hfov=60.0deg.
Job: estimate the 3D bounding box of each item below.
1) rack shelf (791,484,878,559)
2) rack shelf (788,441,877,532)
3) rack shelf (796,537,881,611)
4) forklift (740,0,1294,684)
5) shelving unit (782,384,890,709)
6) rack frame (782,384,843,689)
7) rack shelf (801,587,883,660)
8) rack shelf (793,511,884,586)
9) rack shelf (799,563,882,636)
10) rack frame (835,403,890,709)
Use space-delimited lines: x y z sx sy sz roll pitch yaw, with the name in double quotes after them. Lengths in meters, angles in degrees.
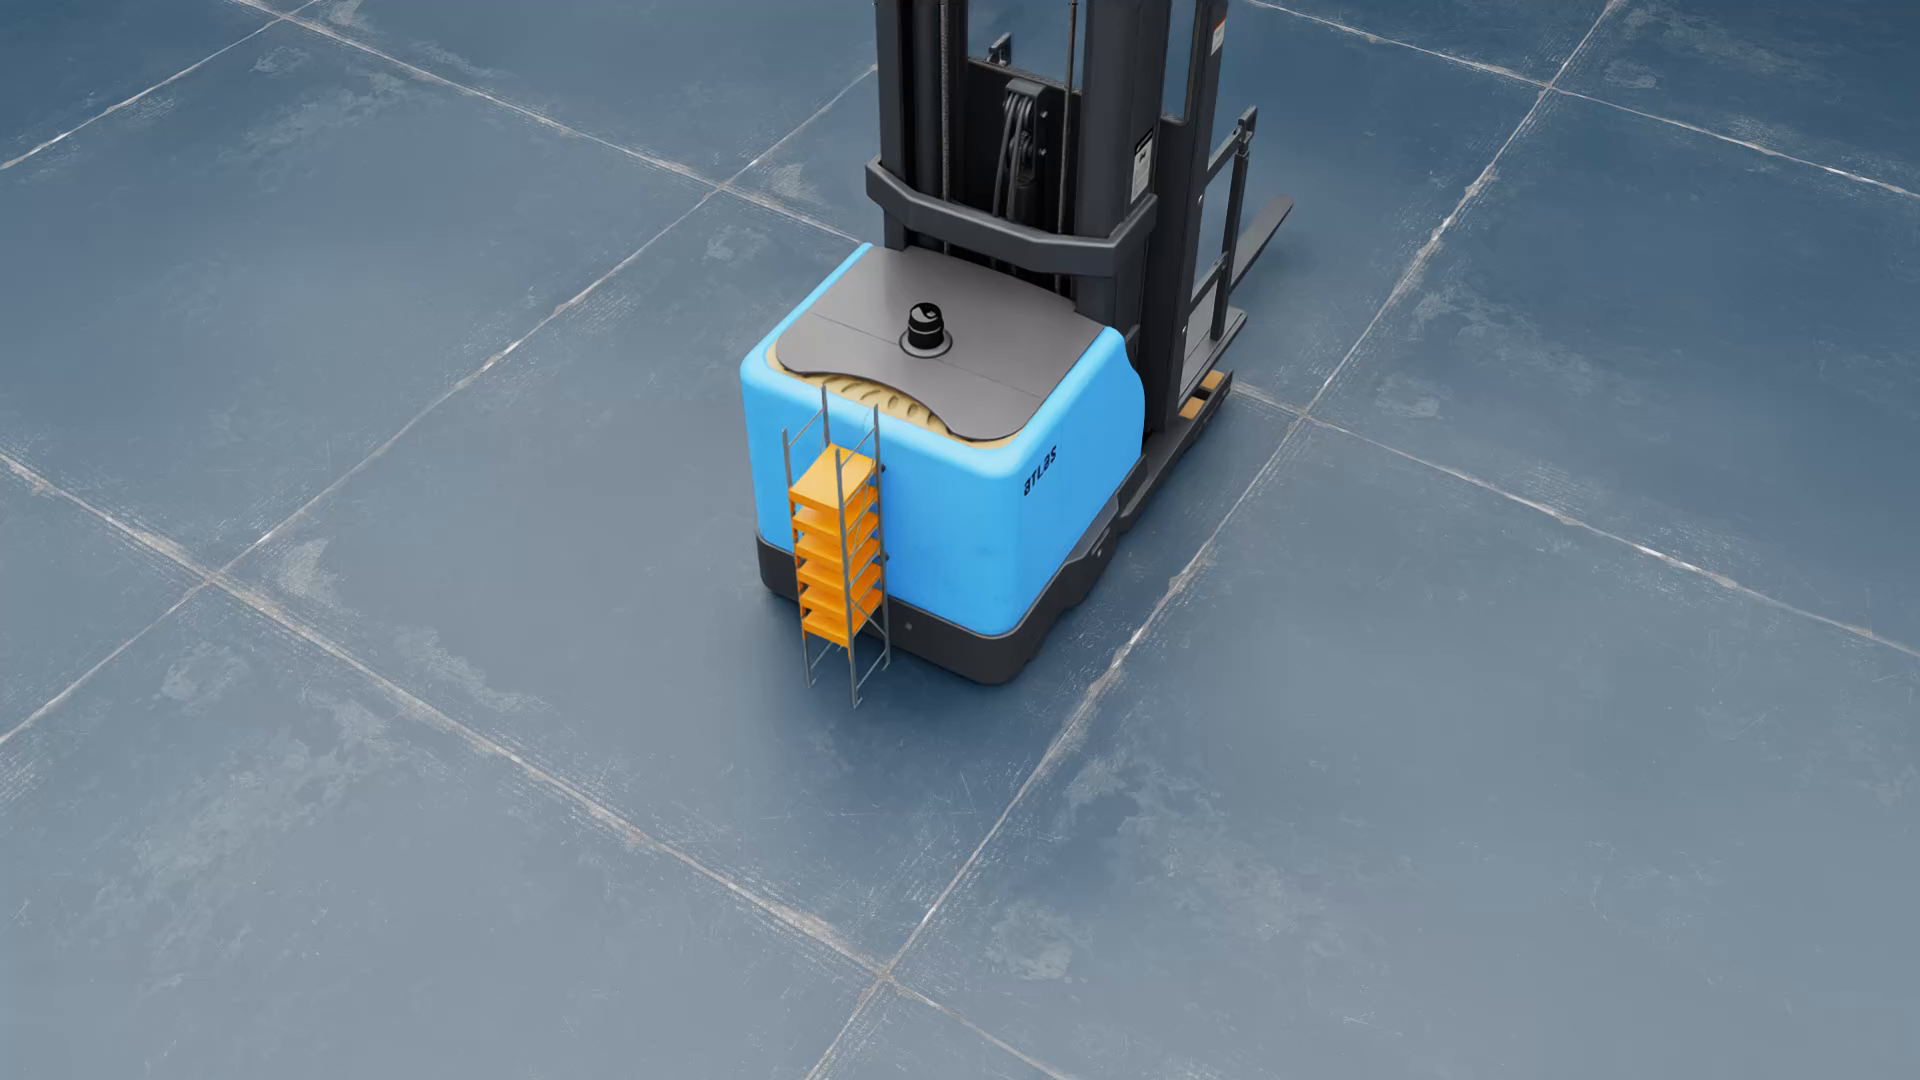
-0.385 -0.083 5.221 0.180 0.103 0.258 21 50 19 "rack shelf"
-0.385 -0.167 5.135 0.180 0.103 0.258 21 50 19 "rack shelf"
-0.385 0.084 5.394 0.180 0.103 0.258 21 50 19 "rack shelf"
0.447 -1.579 5.741 1.130 2.935 3.031 22 50 20 "forklift"
-0.385 0.053 5.362 0.189 1.200 0.258 21 50 19 "shelving unit"
-0.465 0.022 5.392 0.006 1.200 0.240 21 50 19 "rack frame"
-0.385 0.251 5.566 0.180 0.103 0.258 21 50 19 "rack shelf"
-0.385 0.001 5.307 0.180 0.103 0.258 21 50 19 "rack shelf"
-0.385 0.168 5.480 0.180 0.103 0.258 21 50 19 "rack shelf"
-0.305 0.085 5.331 0.006 1.200 0.240 21 50 19 "rack frame"
